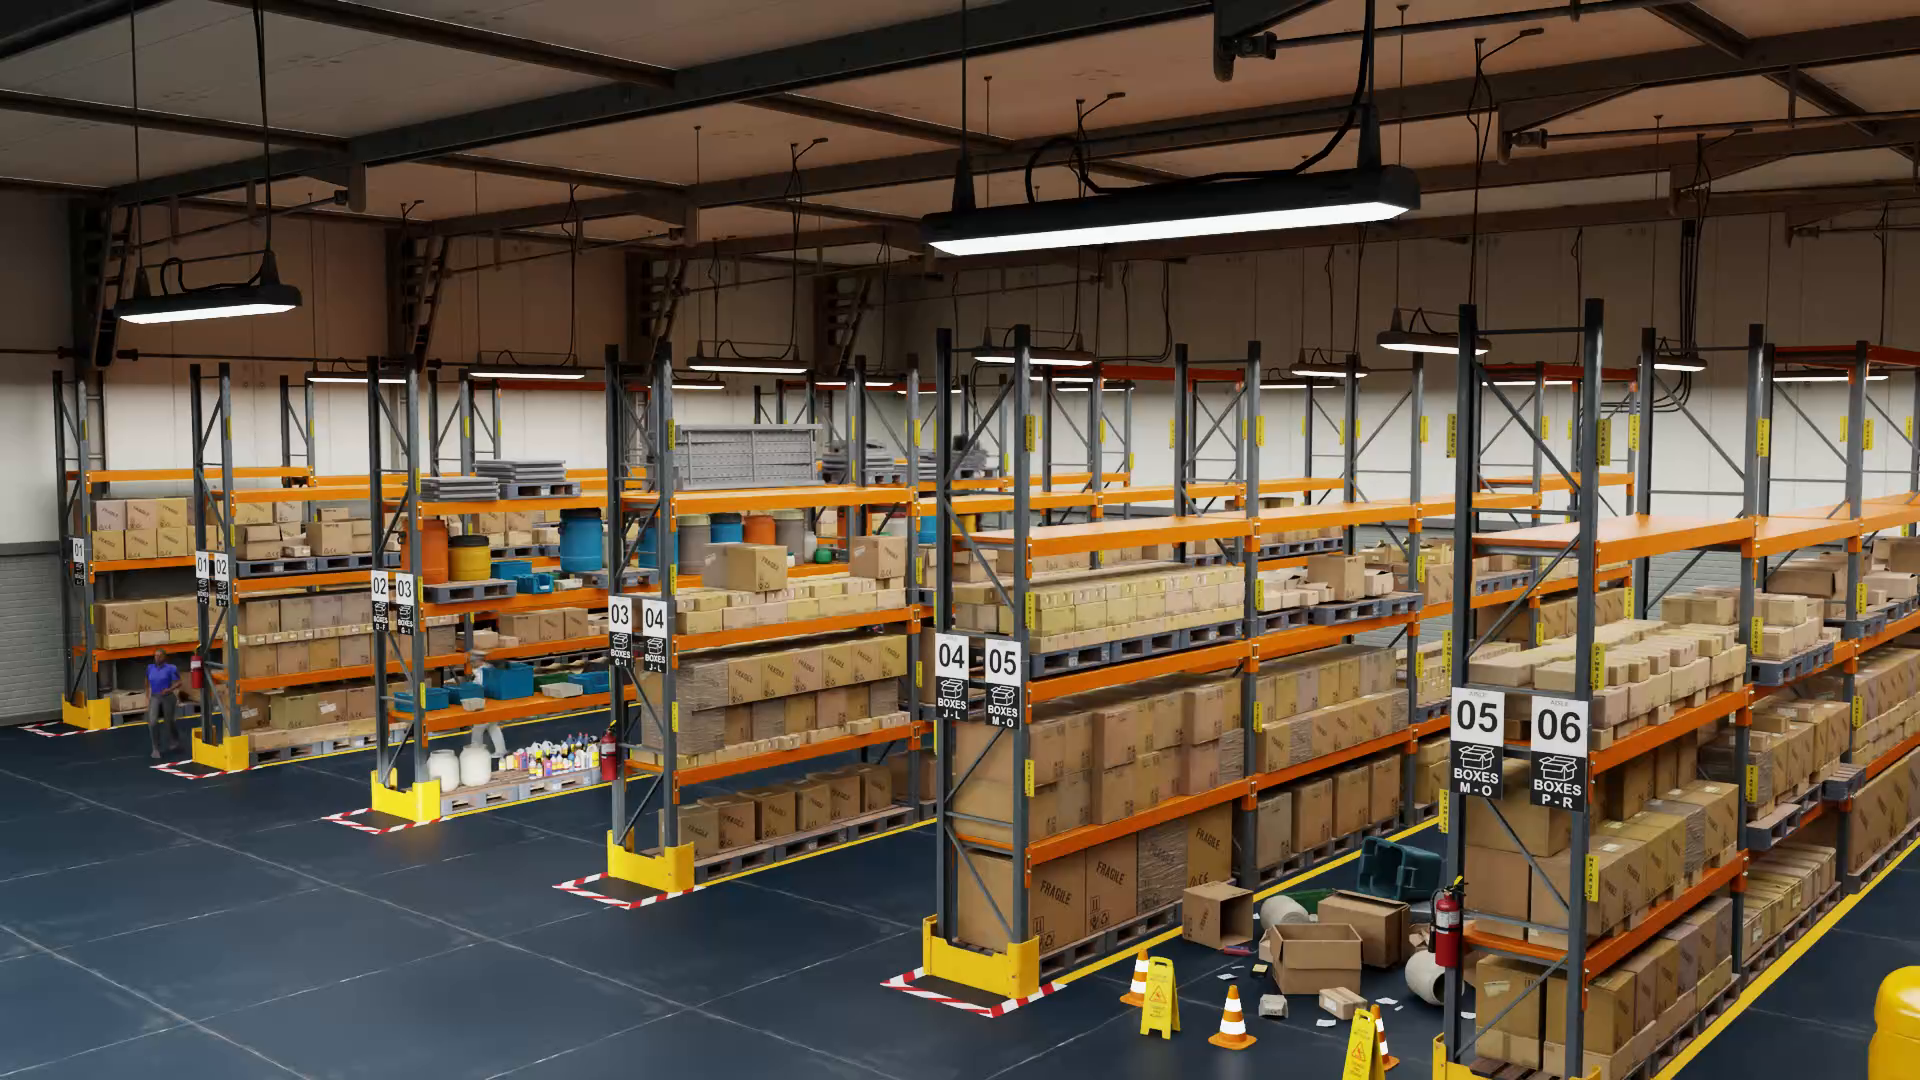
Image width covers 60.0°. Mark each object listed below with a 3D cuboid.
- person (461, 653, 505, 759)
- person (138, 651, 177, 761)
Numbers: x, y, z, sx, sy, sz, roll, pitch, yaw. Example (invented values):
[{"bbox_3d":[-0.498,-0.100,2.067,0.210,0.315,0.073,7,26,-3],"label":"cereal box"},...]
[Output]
[{"bbox_3d":[-7.237,2.516,24.850,0.914,1.700,0.703,-2,5,-28],"label":"person"},{"bbox_3d":[-12.314,2.507,25.548,0.599,1.641,0.772,0,4,-6],"label":"person"}]
